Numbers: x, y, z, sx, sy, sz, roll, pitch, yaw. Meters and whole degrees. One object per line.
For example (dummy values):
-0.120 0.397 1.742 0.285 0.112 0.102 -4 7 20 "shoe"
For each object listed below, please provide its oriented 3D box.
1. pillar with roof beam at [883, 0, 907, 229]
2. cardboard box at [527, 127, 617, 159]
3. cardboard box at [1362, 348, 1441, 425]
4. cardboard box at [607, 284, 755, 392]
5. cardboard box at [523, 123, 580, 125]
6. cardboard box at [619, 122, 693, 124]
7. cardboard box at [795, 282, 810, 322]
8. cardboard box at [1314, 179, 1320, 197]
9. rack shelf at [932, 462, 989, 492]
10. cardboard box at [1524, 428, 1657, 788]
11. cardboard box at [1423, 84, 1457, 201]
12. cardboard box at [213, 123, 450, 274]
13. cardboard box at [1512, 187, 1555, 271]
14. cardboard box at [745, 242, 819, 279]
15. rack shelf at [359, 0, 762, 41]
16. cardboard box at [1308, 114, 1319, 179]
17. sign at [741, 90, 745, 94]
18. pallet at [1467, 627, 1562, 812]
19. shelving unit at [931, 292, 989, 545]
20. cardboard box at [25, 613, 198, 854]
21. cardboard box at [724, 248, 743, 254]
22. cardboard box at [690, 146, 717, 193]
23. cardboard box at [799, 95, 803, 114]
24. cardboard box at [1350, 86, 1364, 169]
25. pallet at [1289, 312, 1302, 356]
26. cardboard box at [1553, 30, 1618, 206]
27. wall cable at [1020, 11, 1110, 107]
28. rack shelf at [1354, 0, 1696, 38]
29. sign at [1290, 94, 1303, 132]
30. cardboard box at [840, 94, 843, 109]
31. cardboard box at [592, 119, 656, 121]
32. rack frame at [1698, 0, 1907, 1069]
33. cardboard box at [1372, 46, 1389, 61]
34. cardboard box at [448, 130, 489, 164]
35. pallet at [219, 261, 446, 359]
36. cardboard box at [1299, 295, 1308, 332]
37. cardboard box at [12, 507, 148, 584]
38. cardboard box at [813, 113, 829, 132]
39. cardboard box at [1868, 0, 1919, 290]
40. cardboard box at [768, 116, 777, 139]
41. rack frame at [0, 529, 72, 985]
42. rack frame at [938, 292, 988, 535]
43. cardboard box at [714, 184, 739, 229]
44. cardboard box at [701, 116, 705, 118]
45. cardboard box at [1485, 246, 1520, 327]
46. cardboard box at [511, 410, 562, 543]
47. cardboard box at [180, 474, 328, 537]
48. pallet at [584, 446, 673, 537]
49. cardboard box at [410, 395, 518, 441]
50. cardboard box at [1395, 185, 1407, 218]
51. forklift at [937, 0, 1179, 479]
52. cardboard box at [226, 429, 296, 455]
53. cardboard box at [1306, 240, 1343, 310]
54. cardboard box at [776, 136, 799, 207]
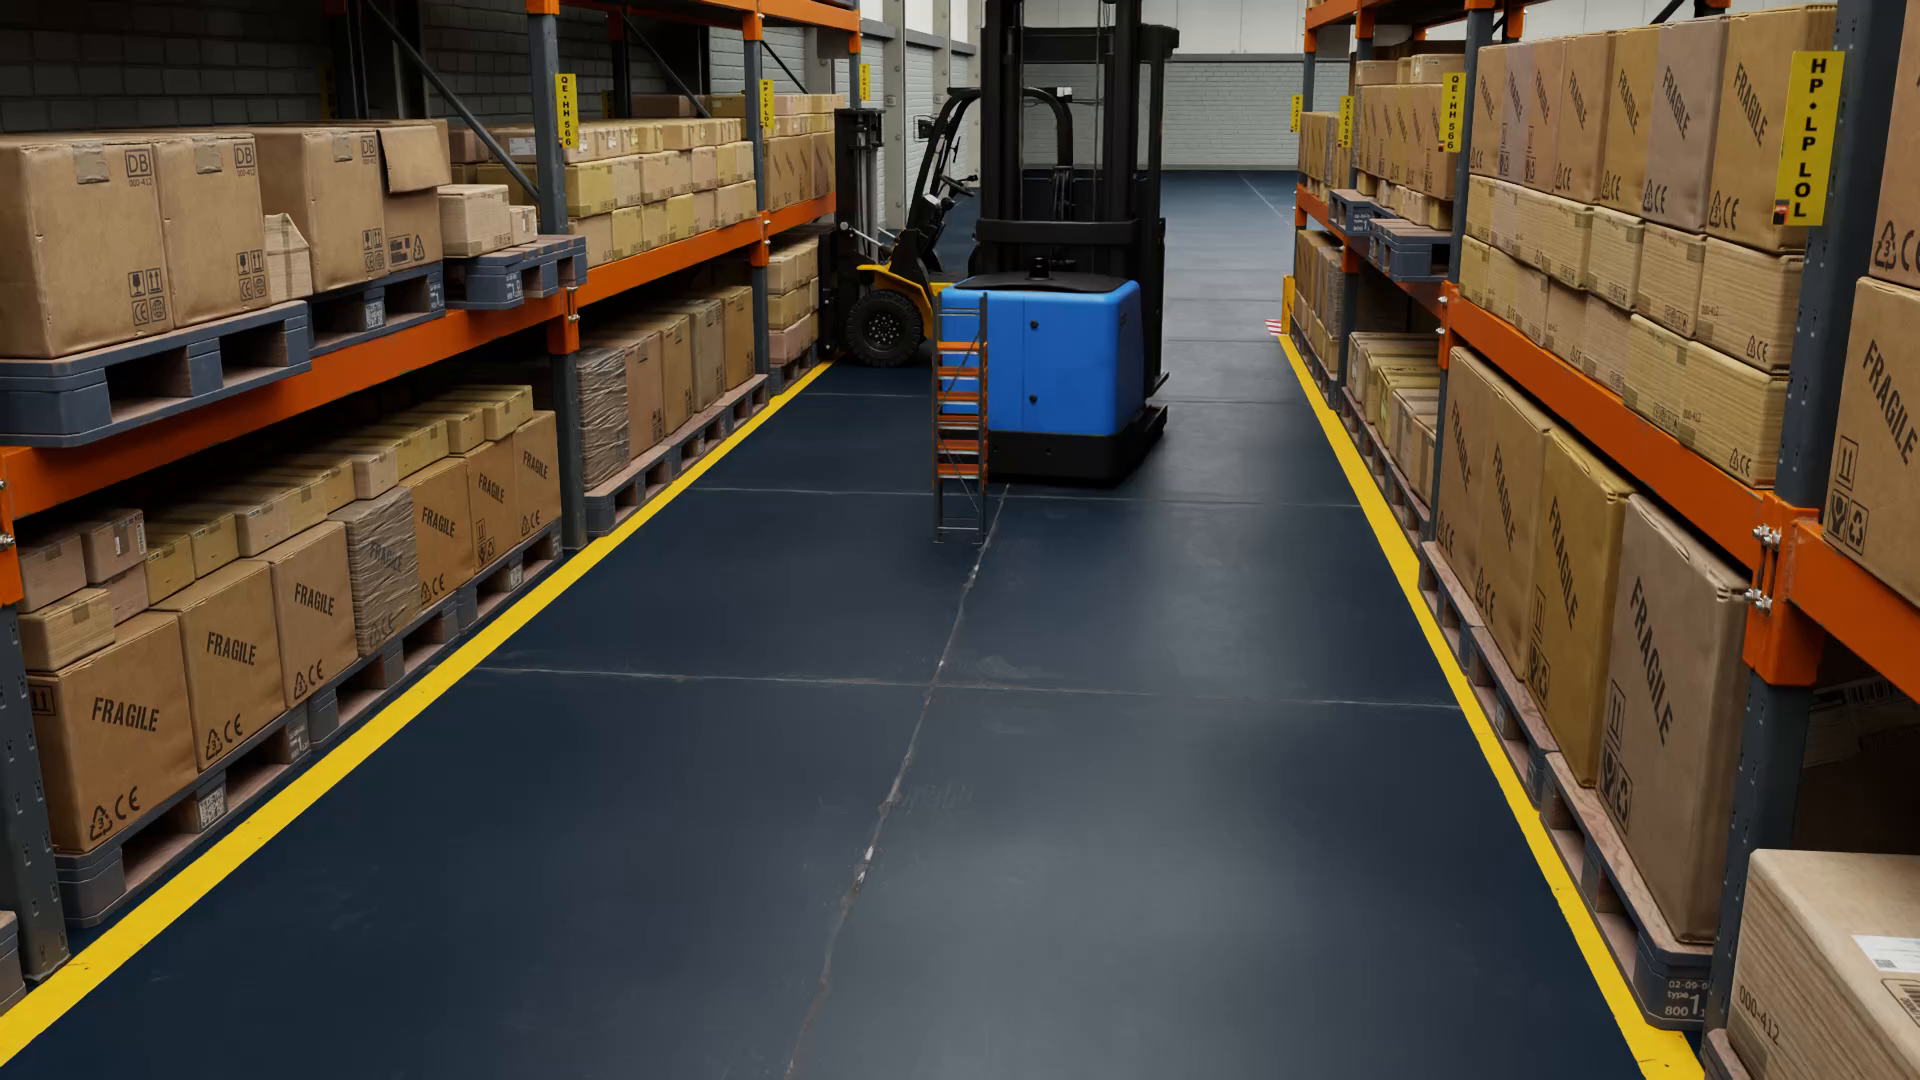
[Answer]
3.253 -9.221 25.023 9.100 9.000 0.400 2 15 6 "pillar with roof beam"
-1.946 -1.990 8.342 0.380 0.149 0.250 2 15 8 "cardboard box"
2.942 -0.922 10.056 0.950 0.372 0.625 3 15 10 "cardboard box"
-1.904 -1.377 11.251 0.875 0.625 0.625 2 15 9 "cardboard box"
-2.318 -2.269 9.372 0.380 0.149 0.250 2 15 8 "cardboard box"
-1.789 -2.390 9.819 0.380 0.149 0.250 2 15 7 "cardboard box"
-1.440 -1.820 12.650 0.500 0.250 0.500 2 15 6 "cardboard box"
3.089 -2.880 13.547 0.380 0.149 0.250 2 15 8 "cardboard box"
0.002 -0.308 8.094 0.258 0.103 0.180 2 15 6 "rack shelf"
2.258 0.190 4.981 0.875 0.875 0.875 2 15 8 "cardboard box"
2.400 -1.794 7.484 0.500 0.500 0.500 1 15 5 "cardboard box"
-2.308 -1.242 6.007 0.797 0.503 0.637 1 15 5 "cardboard box"
2.194 -1.055 5.647 0.500 0.250 0.500 2 15 6 "cardboard box"
-1.377 -2.192 13.069 0.500 0.250 0.500 2 15 8 "cardboard box"
-2.082 -3.038 9.282 1.077 0.370 4.000 2 15 6 "rack shelf"
3.087 -3.159 13.335 0.500 0.500 0.500 1 15 5 "cardboard box"
-1.955 -3.967 15.277 0.100 0.325 0.005 2 15 6 "sign"
2.321 0.591 5.573 1.003 0.211 1.213 2 15 6 "pallet"
0.002 -0.583 8.019 0.258 1.200 0.189 2 15 6 "shelving unit"
-2.481 0.504 4.535 0.500 0.500 0.500 2 15 9 "cardboard box"
-1.951 -2.079 12.652 0.500 0.250 0.500 1 15 5 "cardboard box"
-1.772 -2.224 9.969 0.500 0.250 0.500 2 15 7 "cardboard box"
-1.448 -3.436 13.120 0.380 0.149 0.250 2 15 6 "cardboard box"
2.739 -2.592 10.436 0.500 0.500 0.500 2 15 8 "cardboard box"
3.392 -1.773 14.313 1.003 0.211 1.213 2 15 6 "pallet"
2.146 -1.290 5.079 0.500 0.500 0.500 2 15 7 "cardboard box"
2.653 -13.242 45.844 3.097 2.526 0.112 2 15 6 "wall cable"
2.851 -2.893 8.745 1.077 0.370 4.000 2 15 6 "rack shelf"
2.989 -3.782 14.743 0.100 0.325 0.005 2 15 6 "sign"
-1.233 -3.834 14.591 0.380 0.149 0.250 2 15 6 "cardboard box"
-2.191 -2.664 10.835 0.380 0.149 0.250 1 15 4 "cardboard box"
2.174 -0.236 3.287 1.000 3.000 0.127 2 15 6 "rack frame"
3.473 -3.492 12.653 0.700 0.500 0.500 2 15 6 "cardboard box"
-2.472 -1.870 7.897 0.380 0.149 0.250 2 15 8 "cardboard box"
-2.522 -0.821 5.820 1.003 0.211 1.213 2 15 6 "pallet"
3.097 -1.890 13.869 0.500 0.250 0.500 2 15 8 "cardboard box"
-2.472 0.012 4.542 0.380 0.149 0.250 1 15 4 "cardboard box"
-1.286 -3.423 13.641 0.380 0.149 0.250 2 15 7 "cardboard box"
1.879 -0.650 2.713 0.500 0.500 0.500 2 15 7 "cardboard box"
-1.531 -2.959 11.926 0.380 0.149 0.250 2 15 8 "cardboard box"
-2.759 -0.381 3.824 1.000 3.000 0.127 2 15 6 "rack frame"
0.012 -0.607 8.107 0.240 1.200 0.006 2 15 6 "rack frame"
-1.704 -2.114 10.523 0.500 0.250 0.500 2 15 6 "cardboard box"
-2.043 -3.043 12.233 0.380 0.149 0.250 2 15 8 "cardboard box"
2.279 -0.948 6.207 0.500 0.250 0.500 1 15 5 "cardboard box"
-2.142 -0.298 7.504 0.500 0.500 0.500 2 15 8 "cardboard box"
-2.369 -0.116 5.586 0.380 0.149 0.250 2 15 8 "cardboard box"
-2.176 -0.285 8.810 1.003 0.211 1.213 2 15 6 "pallet"
-2.111 -0.520 7.081 0.380 0.149 0.250 1 15 3 "cardboard box"
2.424 -1.722 8.460 0.380 0.149 0.250 2 15 7 "cardboard box"
0.725 -2.092 10.284 1.130 2.935 3.031 4 16 14 "forklift"
-2.785 -0.330 6.376 0.380 0.149 0.250 1 15 5 "cardboard box"
3.040 -2.113 13.255 0.500 0.500 0.500 2 15 7 "cardboard box"
-1.504 -2.747 12.383 0.500 0.500 0.500 2 15 7 "cardboard box"
